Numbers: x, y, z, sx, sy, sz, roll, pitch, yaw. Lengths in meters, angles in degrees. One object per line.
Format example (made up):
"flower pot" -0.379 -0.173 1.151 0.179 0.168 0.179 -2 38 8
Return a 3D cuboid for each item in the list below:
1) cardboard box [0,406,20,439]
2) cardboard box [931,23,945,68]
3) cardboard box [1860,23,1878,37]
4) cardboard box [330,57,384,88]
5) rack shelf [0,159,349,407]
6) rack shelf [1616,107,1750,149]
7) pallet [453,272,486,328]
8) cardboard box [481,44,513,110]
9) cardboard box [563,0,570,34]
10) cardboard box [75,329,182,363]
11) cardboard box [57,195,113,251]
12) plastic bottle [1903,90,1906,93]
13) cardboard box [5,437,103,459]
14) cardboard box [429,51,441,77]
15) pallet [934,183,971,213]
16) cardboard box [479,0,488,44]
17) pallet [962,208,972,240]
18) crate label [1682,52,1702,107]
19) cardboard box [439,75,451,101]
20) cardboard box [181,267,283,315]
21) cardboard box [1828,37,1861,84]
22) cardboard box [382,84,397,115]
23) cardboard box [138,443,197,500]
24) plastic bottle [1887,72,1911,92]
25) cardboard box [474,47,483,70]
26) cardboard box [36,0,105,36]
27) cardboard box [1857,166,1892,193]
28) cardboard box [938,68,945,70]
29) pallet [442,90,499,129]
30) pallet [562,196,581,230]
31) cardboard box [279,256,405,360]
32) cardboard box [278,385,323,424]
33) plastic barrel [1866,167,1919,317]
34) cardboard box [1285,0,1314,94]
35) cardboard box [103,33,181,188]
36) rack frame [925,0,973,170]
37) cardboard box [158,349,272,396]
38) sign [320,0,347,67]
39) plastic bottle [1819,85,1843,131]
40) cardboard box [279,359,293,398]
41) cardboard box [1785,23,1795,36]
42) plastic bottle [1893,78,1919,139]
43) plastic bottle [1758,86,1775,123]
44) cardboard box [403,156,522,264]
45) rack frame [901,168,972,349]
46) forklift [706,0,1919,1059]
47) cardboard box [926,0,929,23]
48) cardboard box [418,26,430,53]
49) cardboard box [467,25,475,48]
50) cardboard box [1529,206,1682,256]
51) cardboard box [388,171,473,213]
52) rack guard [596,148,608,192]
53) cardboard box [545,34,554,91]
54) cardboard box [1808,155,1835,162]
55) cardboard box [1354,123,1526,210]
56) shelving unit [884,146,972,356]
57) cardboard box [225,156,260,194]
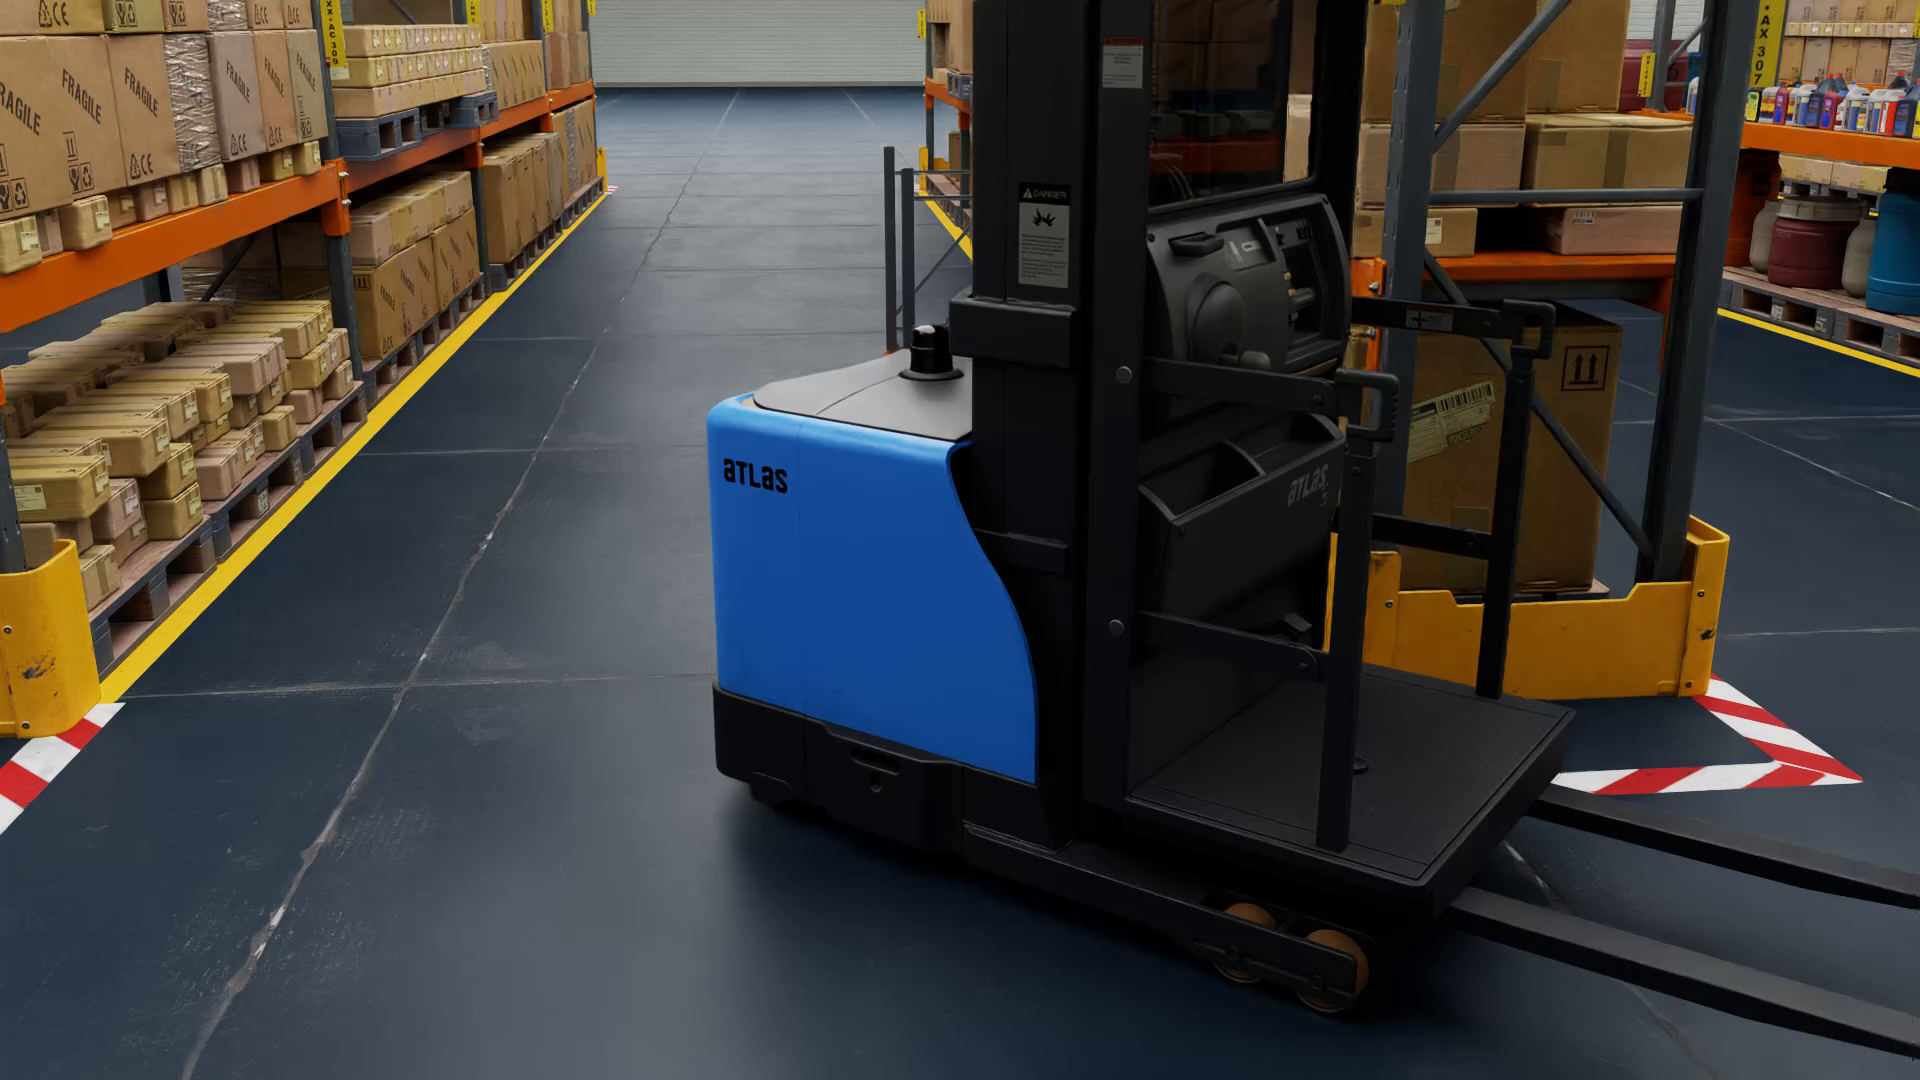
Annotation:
"cardboard box" -3.598 -0.370 5.914 0.380 0.149 0.250 -2 18 -8
"cardboard box" 0.117 -5.782 19.424 0.875 0.500 0.500 -2 18 -6
"cardboard box" 10.032 -5.532 18.040 0.380 0.149 0.250 -2 18 -6
"cardboard box" -3.202 -2.413 8.577 0.380 0.149 0.250 -1 17 -5
"rack shelf" -3.412 -1.120 6.438 1.077 0.370 4.000 -2 18 -6
"rack shelf" 5.633 -3.780 14.909 1.077 0.370 4.000 -2 18 -6
"pallet" -3.952 -1.688 11.700 1.003 0.211 1.213 -2 18 -6
"cardboard box" -3.916 -3.742 13.422 0.500 0.500 0.500 -2 18 -6
"cardboard box" -4.601 -5.623 17.528 0.875 0.550 0.500 -2 18 -6
"cardboard box" -3.695 -0.839 7.408 0.380 0.149 0.250 -2 18 -7
"cardboard box" -2.955 -1.010 5.307 0.380 0.149 0.250 -2 18 -7
"plastic bottle" 5.908 -2.690 10.452 0.097 0.271 0.097 0 17 0
"cardboard box" -3.070 -0.236 5.487 0.380 0.149 0.250 -1 17 -5
"cardboard box" -3.365 -2.879 10.061 0.380 0.149 0.250 -2 18 -7
"pallet" 0.267 -3.799 18.424 1.003 0.211 1.213 -2 18 -6
"cardboard box" -4.176 -4.213 13.253 0.700 0.500 0.500 -2 18 -6
"pallet" 0.582 -3.003 15.891 1.003 0.211 1.213 -2 18 -6
"crate label" 6.006 -3.848 13.868 0.502 0.435 0.616 -2 18 -6
"cardboard box" -3.396 -2.816 10.358 0.380 0.149 0.250 -1 17 -4
"cardboard box" -3.946 -1.280 9.217 0.500 0.500 0.500 -2 18 -7
"cardboard box" 10.193 -5.357 18.565 0.700 0.500 0.500 -2 17 -5
"cardboard box" -3.236 -2.354 8.884 0.380 0.149 0.250 -2 17 -5
"cardboard box" -3.009 -0.247 6.017 0.380 0.149 0.250 -1 17 -4
"plastic bottle" 6.398 -3.007 11.329 0.144 0.351 0.185 -2 18 -6
"cardboard box" -3.527 -3.340 11.530 0.380 0.149 0.250 -1 17 -5
"cardboard box" -3.047 -1.826 5.153 0.500 0.500 0.500 -1 17 -4
"cardboard box" 10.089 -3.891 17.951 0.500 0.250 0.500 -2 18 -6
"cardboard box" -0.056 -5.321 19.039 0.380 0.149 0.250 -2 18 -6
"pallet" -3.852 -2.950 11.387 1.213 0.211 1.003 -2 18 -6
"pallet" -4.444 -3.341 16.967 1.003 0.211 1.213 -2 18 -6
"cardboard box" -3.431 -1.295 9.267 0.500 0.500 0.500 -1 17 -3
"cardboard box" -3.204 -0.636 7.754 0.380 0.149 0.250 -2 18 -7
"plastic barrel" 6.140 -1.908 10.549 0.600 0.901 0.708 -2 18 -6
"cardboard box" 1.222 -2.158 7.045 0.500 0.500 0.500 -2 18 -7
"cardboard box" -3.096 -1.504 5.797 0.500 0.500 0.500 -2 17 -5
"rack frame" 0.088 -5.757 20.008 1.000 3.000 0.127 -2 18 -6
"cardboard box" -3.115 -0.699 6.960 0.380 0.149 0.250 -2 18 -8
"sign" -3.080 -2.491 8.159 0.100 0.325 0.005 -2 18 -6
"plastic bottle" 5.693 -2.823 10.855 0.061 0.283 0.133 -2 18 -6
"cardboard box" -3.256 -0.720 7.524 0.380 0.149 0.250 -2 18 -5
"cardboard box" 9.876 -5.988 19.494 0.380 0.149 0.250 -2 18 -7
"plastic bottle" 5.812 -2.631 10.130 0.144 0.351 0.185 -2 18 -6
"plastic bottle" 5.632 -3.045 11.583 0.097 0.271 0.097 0 17 0
"cardboard box" -4.005 -2.562 12.885 1.050 0.750 0.750 -2 18 -6
"rack frame" 0.044 -0.590 6.051 0.500 1.500 0.032 -2 18 -6
"forklift" 0.837 -0.584 3.644 3.031 2.935 1.130 12 21 33
"cardboard box" -0.127 -6.252 19.250 0.500 0.500 0.500 -2 18 -6
"cardboard box" -3.336 -2.940 9.760 0.380 0.149 0.250 -1 17 -4
"cardboard box" -3.501 -3.408 11.251 0.380 0.149 0.250 -2 18 -6
"cardboard box" 2.029 -0.987 5.231 0.380 0.149 0.250 -2 17 -5
"cardboard box" -3.700 -2.421 11.600 0.500 0.250 0.500 -2 18 -7
"rack guard" -4.859 -4.449 20.013 1.175 0.500 0.348 -2 18 -6
"cardboard box" -4.573 -4.787 16.666 0.875 0.550 0.550 -2 18 -6
"cardboard box" 9.993 -4.546 18.788 0.500 0.500 0.500 -2 18 -6
"cardboard box" 1.424 -1.197 5.236 0.500 0.250 0.500 -2 18 -7
"shelving unit" -0.008 -0.738 6.525 0.587 1.500 1.083 -2 18 -6
"cardboard box" -3.193 -1.549 7.022 0.380 0.149 0.250 -3 18 -8
